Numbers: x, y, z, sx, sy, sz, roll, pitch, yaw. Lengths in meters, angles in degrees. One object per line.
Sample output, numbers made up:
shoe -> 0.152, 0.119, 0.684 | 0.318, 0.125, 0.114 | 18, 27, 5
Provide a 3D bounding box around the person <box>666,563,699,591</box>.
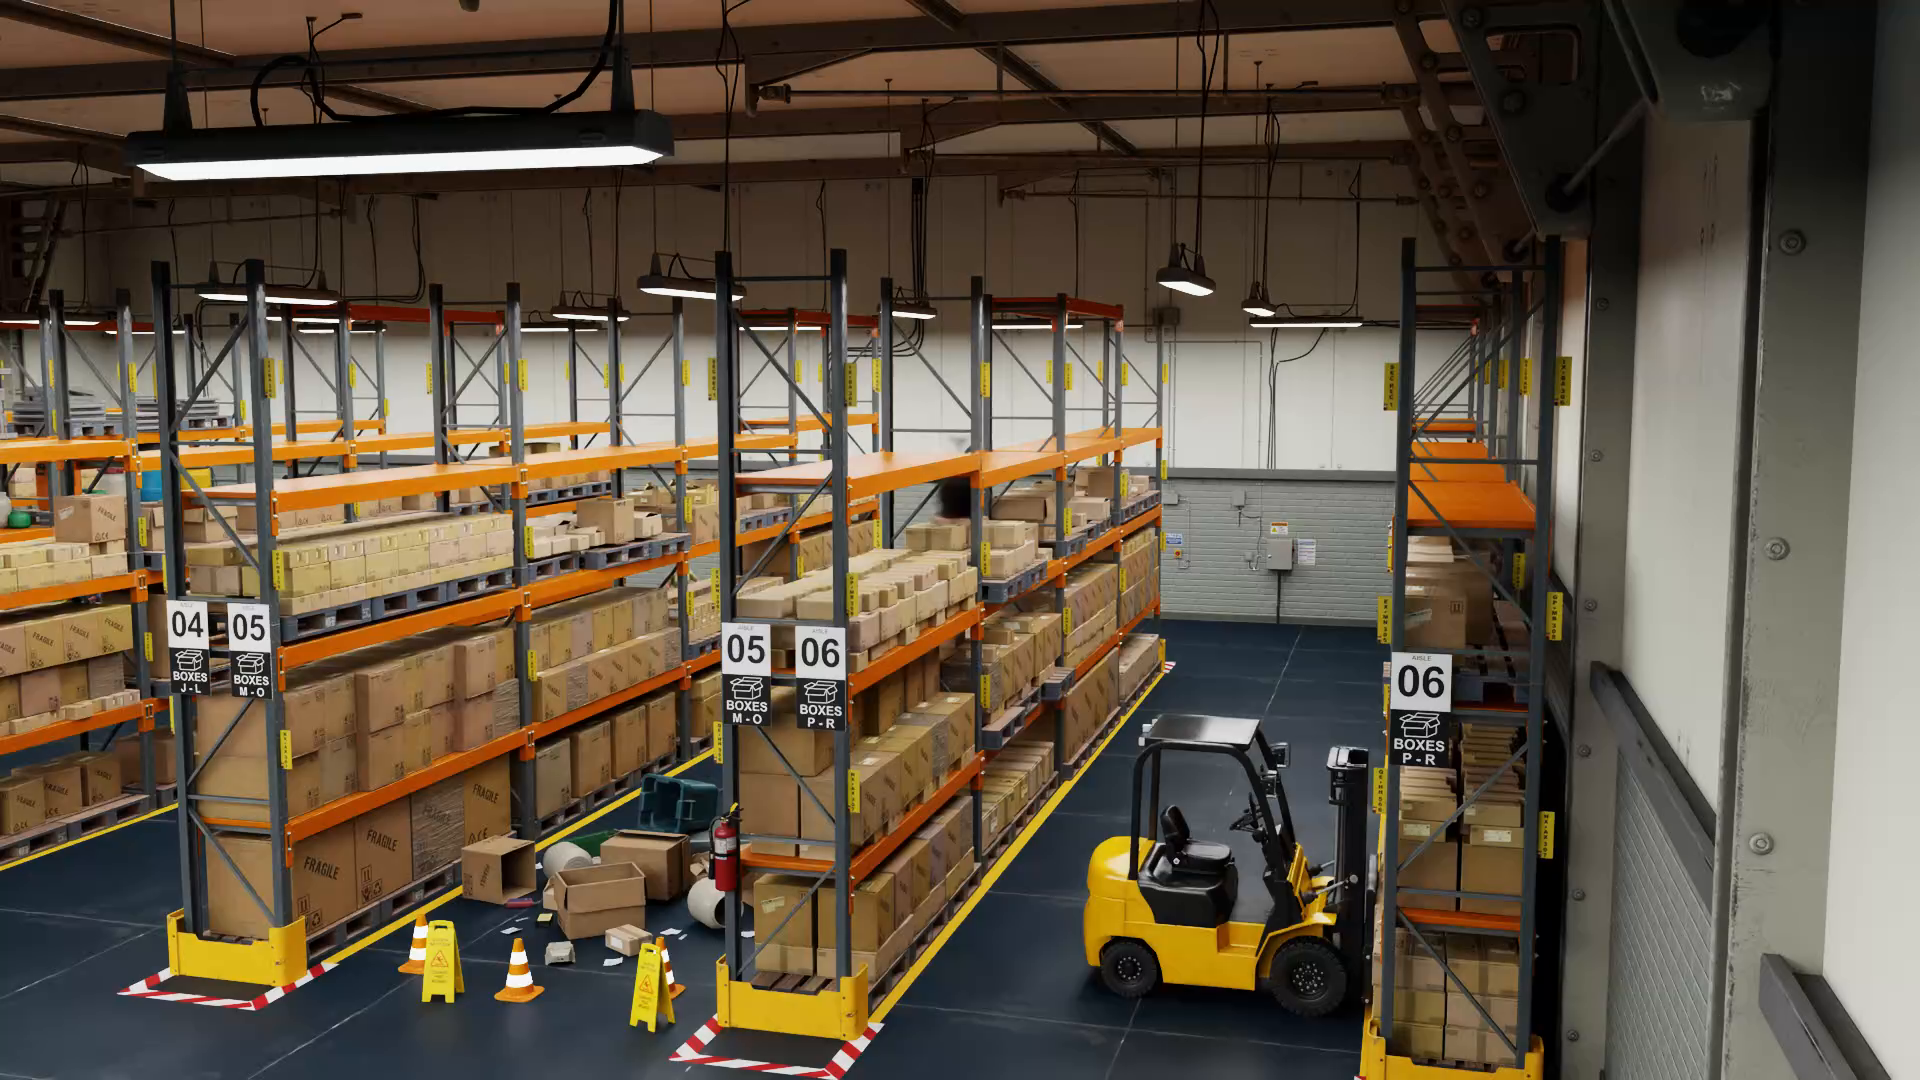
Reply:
person -> -5.120, 1.125, 30.737 | 0.629, 1.629, 0.783 | -2, 6, -17
